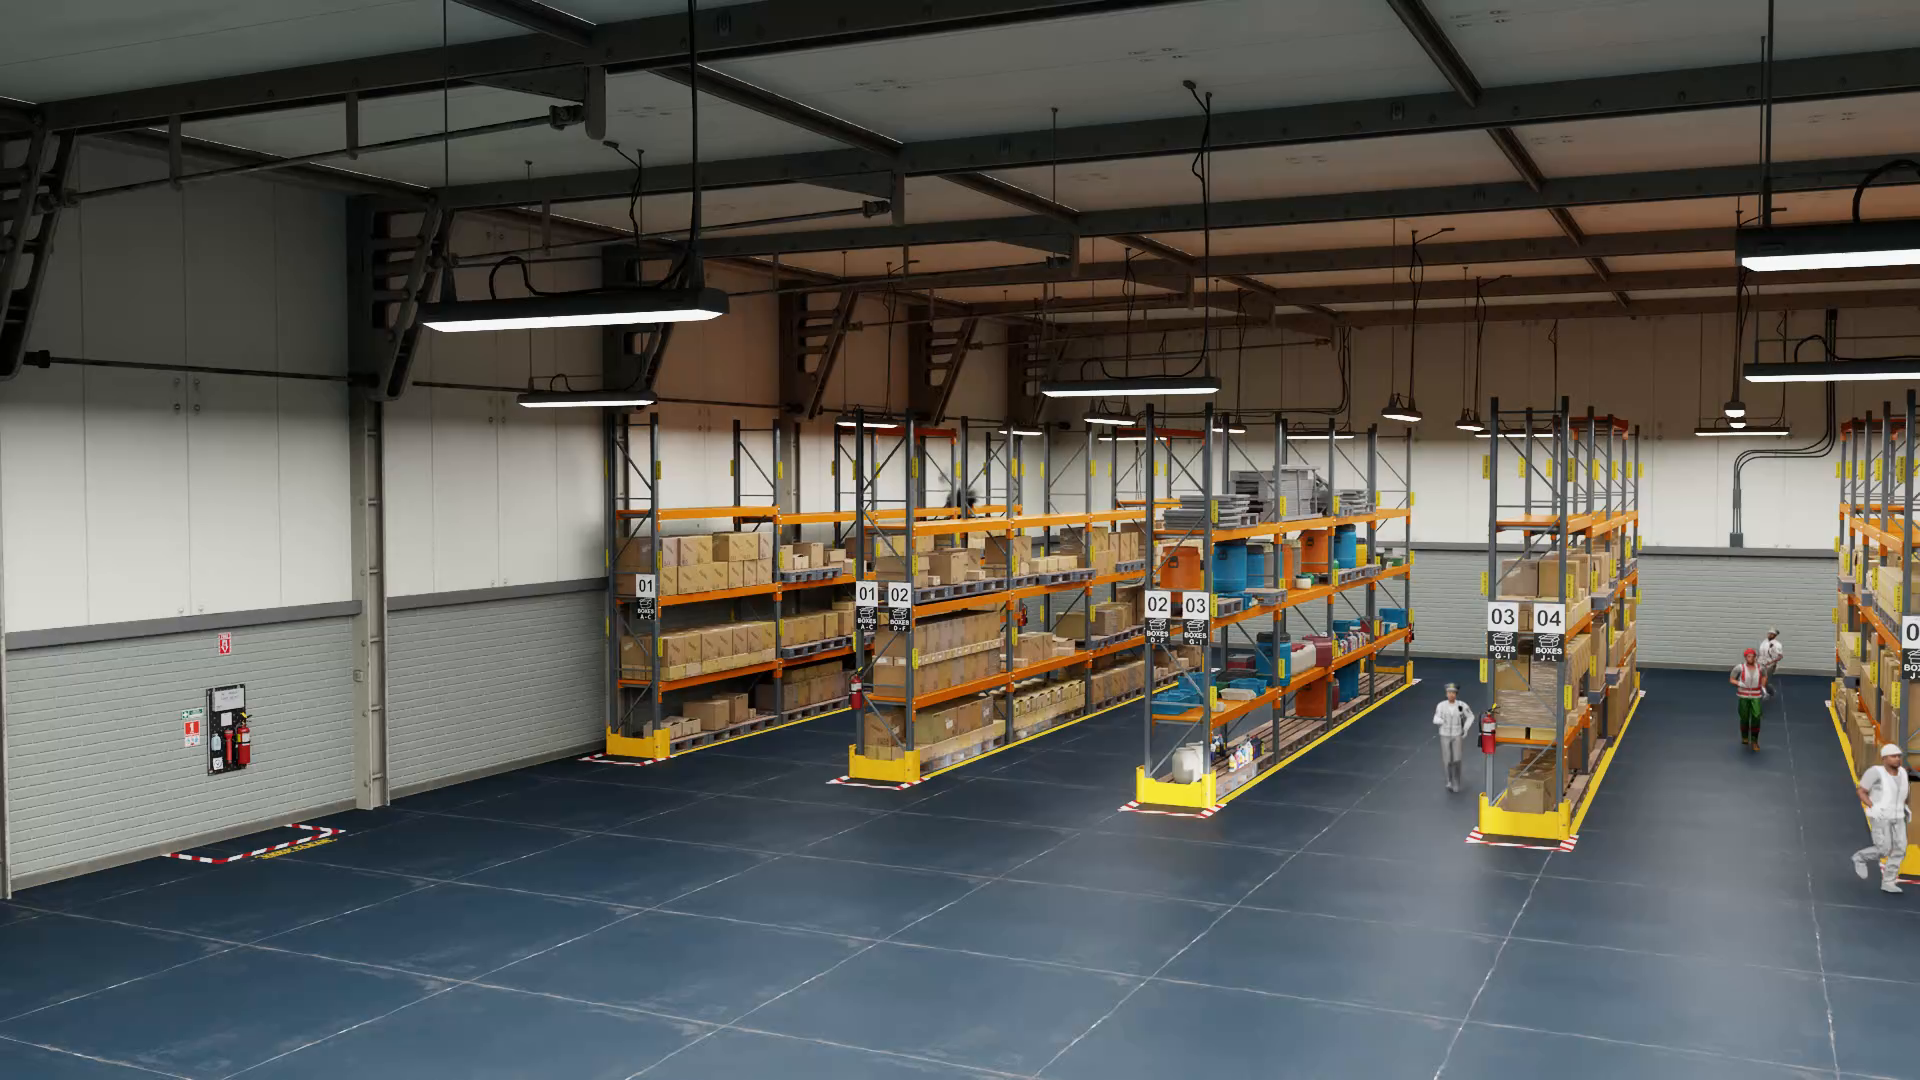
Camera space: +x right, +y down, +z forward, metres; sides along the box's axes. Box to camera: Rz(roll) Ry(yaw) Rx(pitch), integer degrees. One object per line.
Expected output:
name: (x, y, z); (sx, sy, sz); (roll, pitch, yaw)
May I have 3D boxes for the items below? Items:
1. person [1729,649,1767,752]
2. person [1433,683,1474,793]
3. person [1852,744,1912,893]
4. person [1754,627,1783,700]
person: (14.140, 2.864, 29.841); (0.617, 1.839, 0.777); (1, 3, 21)
person: (7.643, 3.077, 25.804); (0.594, 1.712, 0.622); (1, 3, 22)
person: (11.006, 3.293, 19.843); (0.719, 1.760, 0.675); (-1, 3, -20)
person: (17.217, 2.693, 35.482); (0.672, 1.680, 0.625); (-1, 3, -30)
